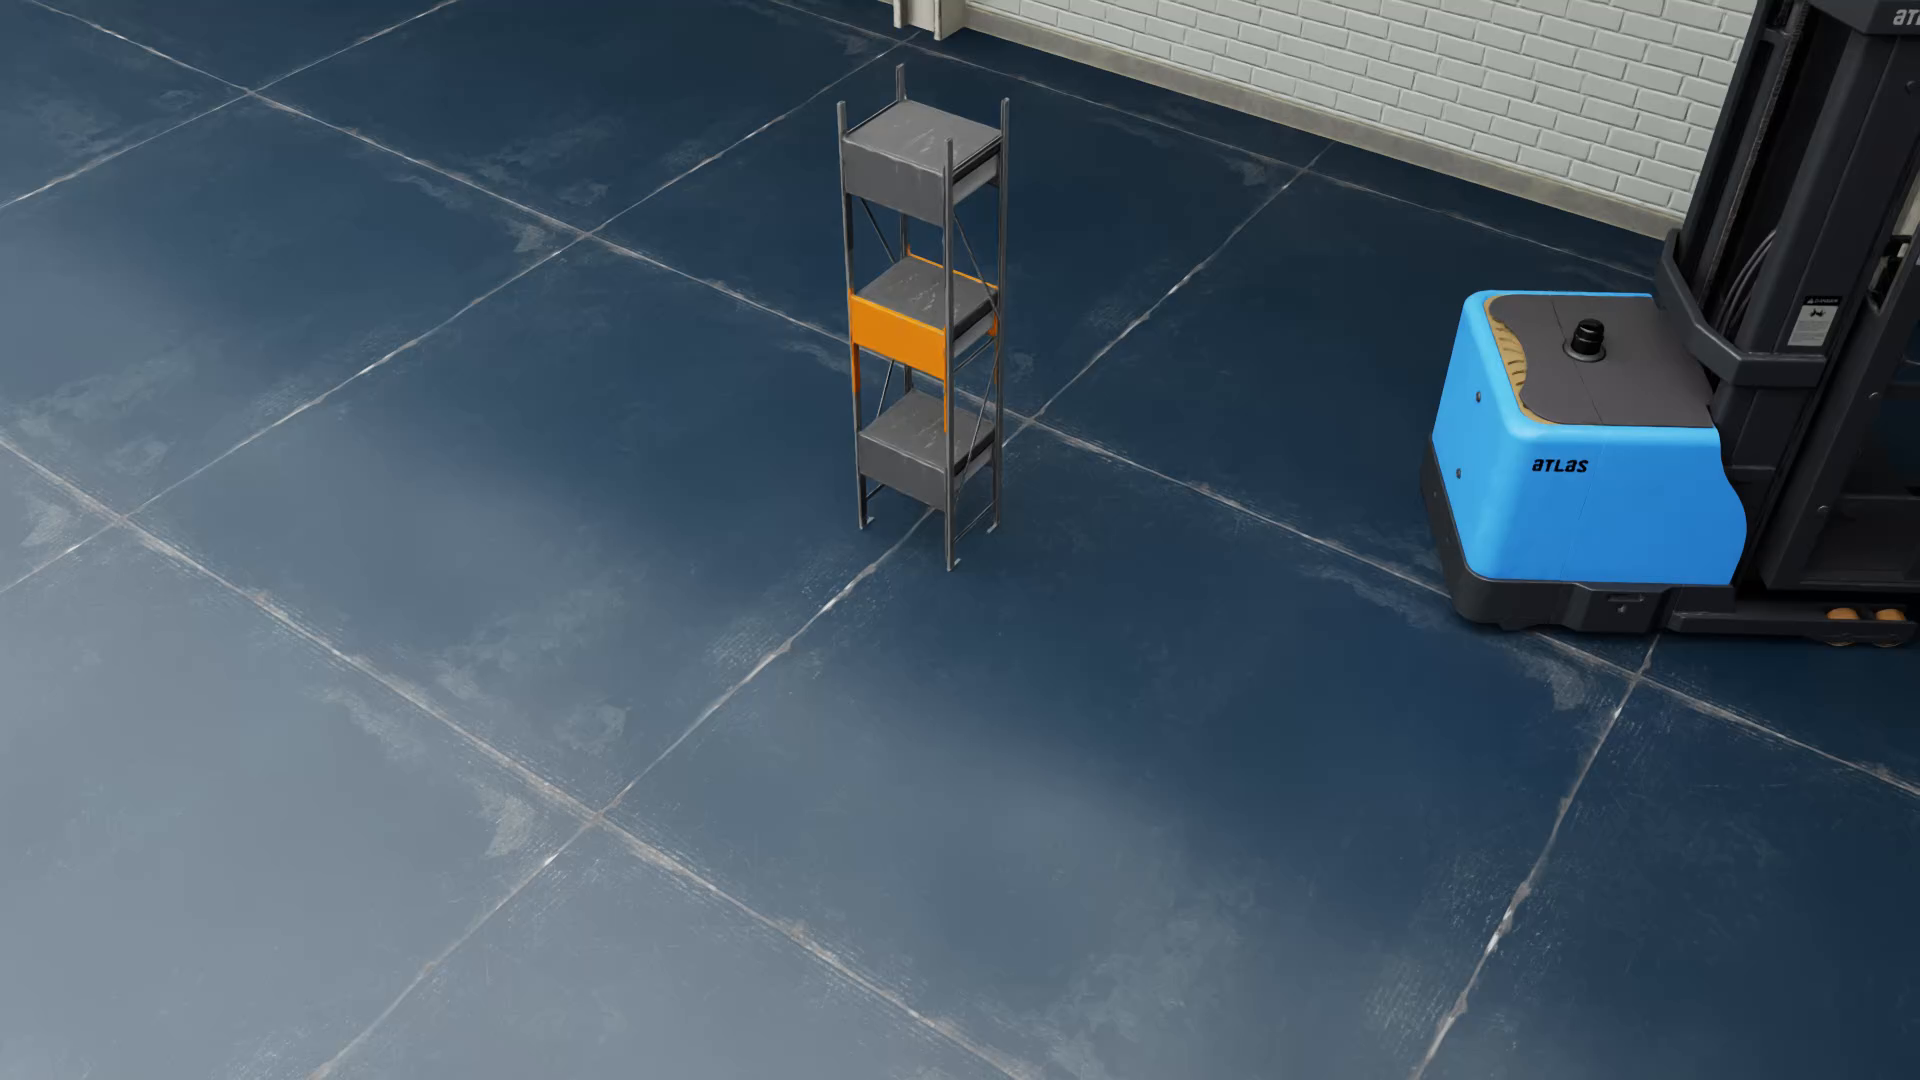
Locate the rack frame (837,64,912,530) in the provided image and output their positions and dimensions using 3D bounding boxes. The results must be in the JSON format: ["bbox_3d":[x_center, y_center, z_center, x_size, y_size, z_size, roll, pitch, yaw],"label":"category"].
[{"bbox_3d":[-0.335,-0.939,6.973,0.015,2.100,0.400,25,48,25],"label":"rack frame"}]

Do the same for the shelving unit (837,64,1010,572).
[{"bbox_3d":[-0.136,-0.846,6.869,0.503,2.100,0.431,25,48,25],"label":"shelving unit"}]

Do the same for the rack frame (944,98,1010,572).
[{"bbox_3d":[0.064,-0.752,6.765,0.015,2.100,0.400,25,48,25],"label":"rack frame"}]

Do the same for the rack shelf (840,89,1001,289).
[{"bbox_3d":[-0.136,-1.357,6.411,0.480,0.518,0.431,25,48,25],"label":"rack shelf"}]

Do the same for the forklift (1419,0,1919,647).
[{"bbox_3d":[3.628,-1.005,6.424,3.031,2.935,1.130,1,42,2],"label":"forklift"}]

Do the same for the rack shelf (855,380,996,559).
[{"bbox_3d":[-0.136,-0.314,7.345,0.480,0.518,0.431,25,48,25],"label":"rack shelf"}]

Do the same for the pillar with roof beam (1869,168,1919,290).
[{"bbox_3d":[2.233,-2.253,3.267,0.400,9.000,9.100,25,48,25],"label":"pillar with roof beam"}]

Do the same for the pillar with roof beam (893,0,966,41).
[{"bbox_3d":[-2.680,-4.550,5.835,0.400,9.000,9.100,25,48,25],"label":"pillar with roof beam"}]

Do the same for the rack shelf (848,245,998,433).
[{"bbox_3d":[-0.136,-0.836,6.878,0.480,0.518,0.431,25,48,25],"label":"rack shelf"}]
